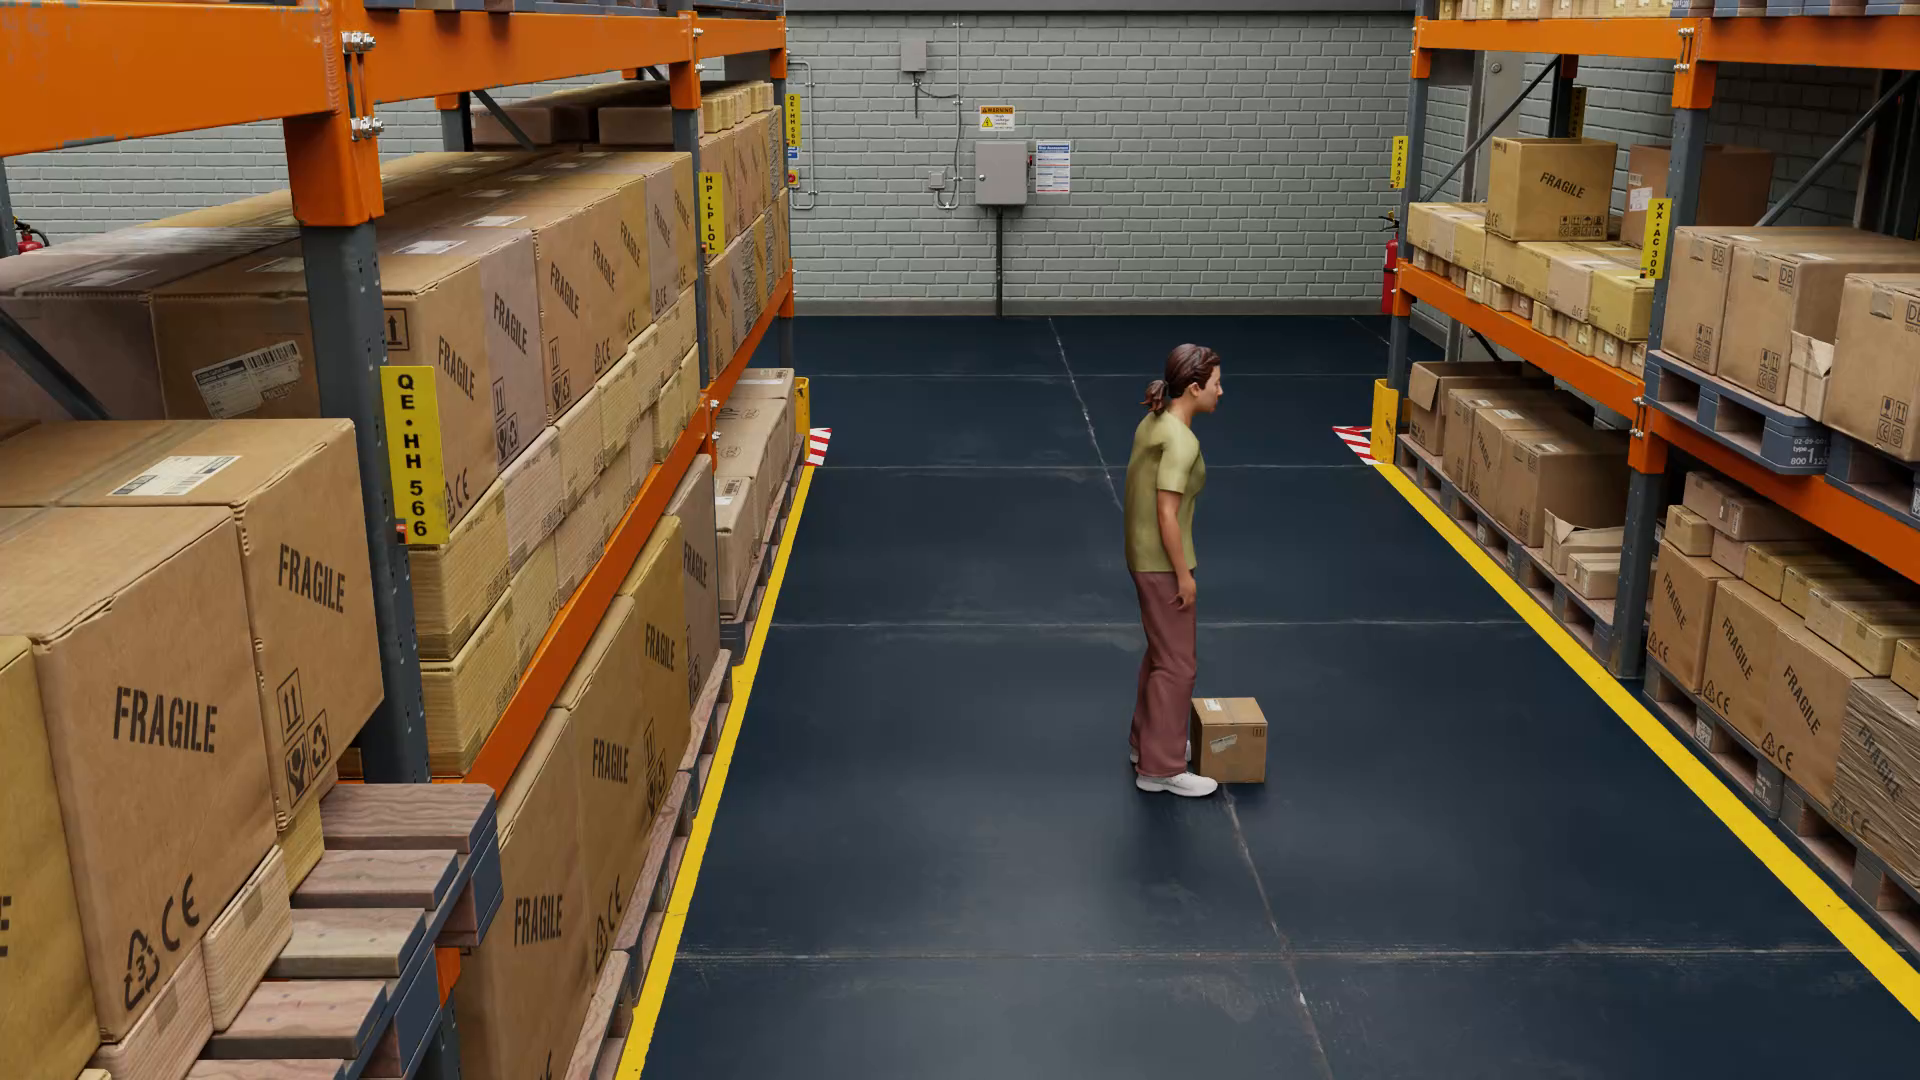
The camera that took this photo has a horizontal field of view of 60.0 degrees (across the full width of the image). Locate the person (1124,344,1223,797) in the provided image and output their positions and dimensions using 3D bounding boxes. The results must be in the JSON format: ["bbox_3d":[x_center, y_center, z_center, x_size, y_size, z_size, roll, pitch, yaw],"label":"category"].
[{"bbox_3d":[0.796,0.100,6.233,0.364,1.668,0.512,-1,17,-2],"label":"person"}]
